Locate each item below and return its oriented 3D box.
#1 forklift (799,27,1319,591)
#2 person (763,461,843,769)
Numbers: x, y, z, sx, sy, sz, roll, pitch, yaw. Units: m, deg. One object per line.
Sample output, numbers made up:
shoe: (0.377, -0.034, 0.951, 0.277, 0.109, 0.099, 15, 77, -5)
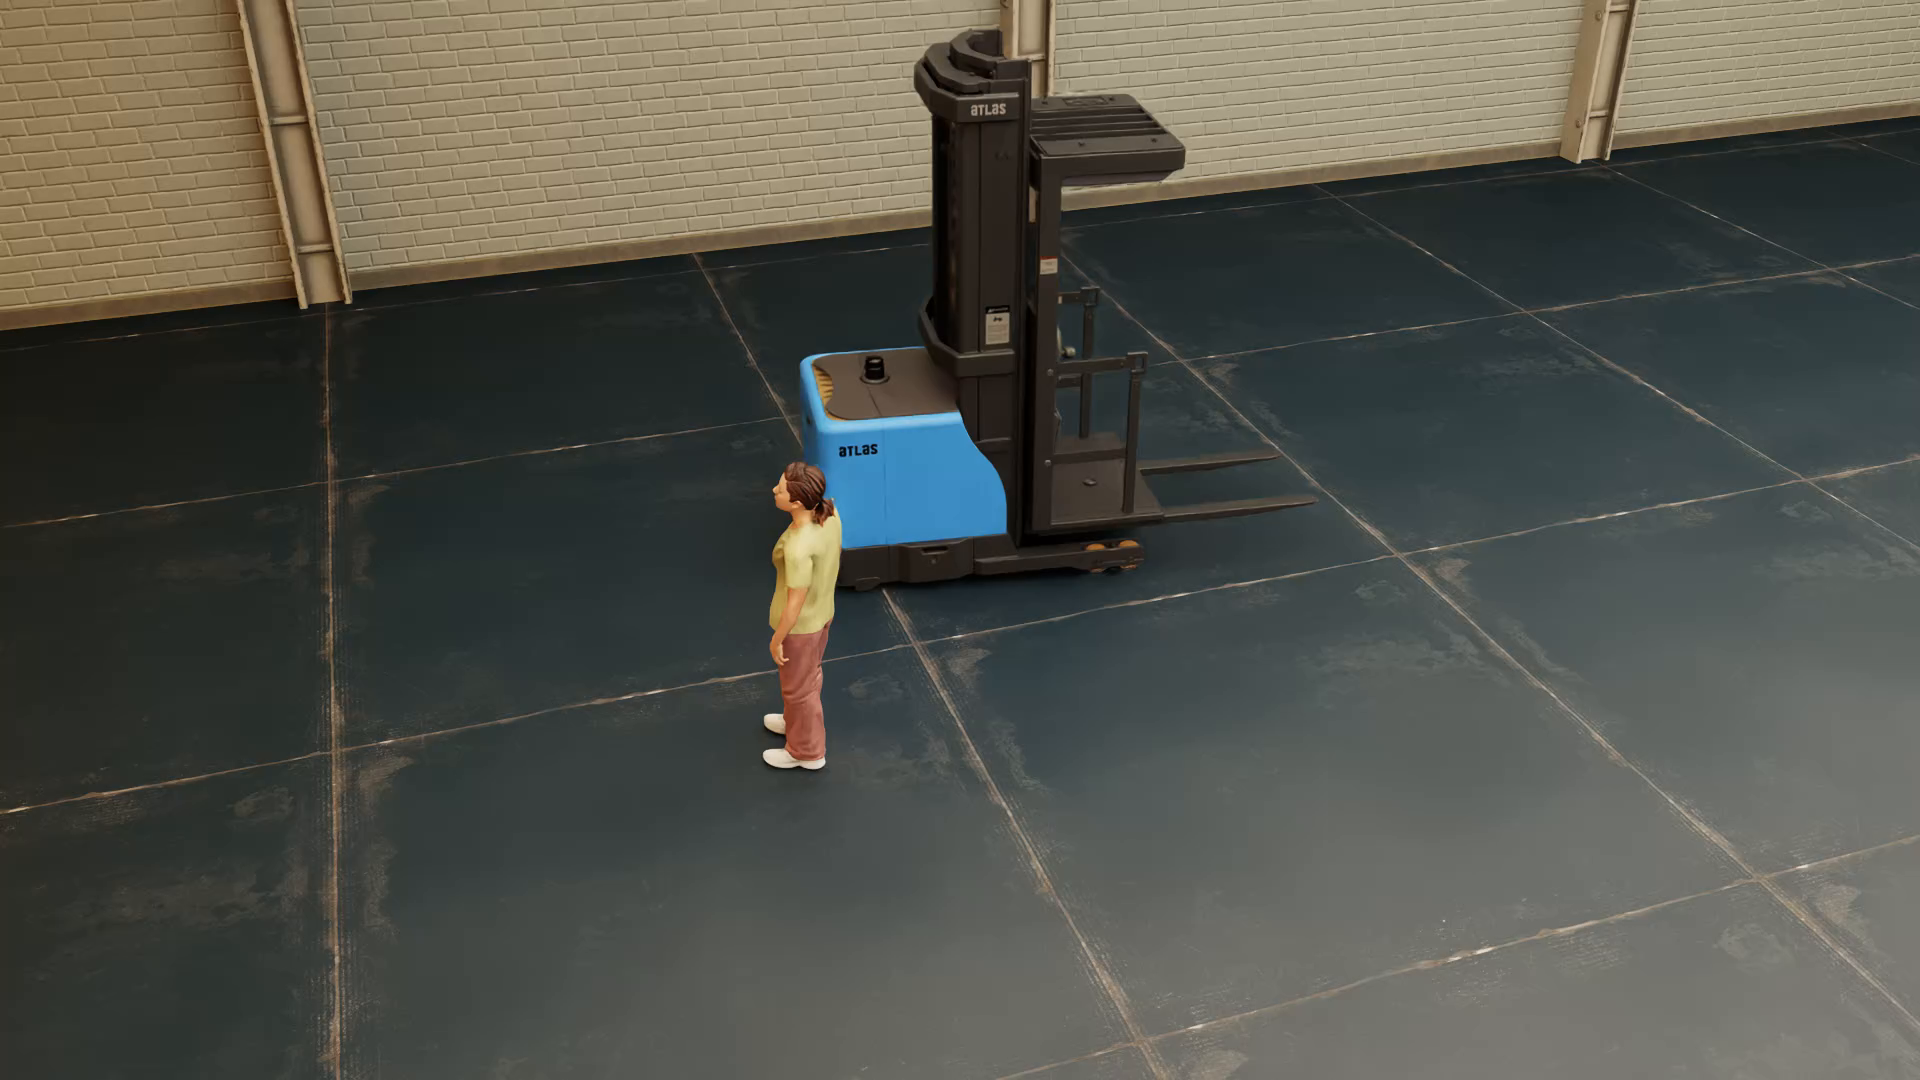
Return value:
forklift: (0.611, -1.333, 9.404, 3.031, 2.935, 1.130, -6, 30, -10)
person: (-0.796, 0.356, 7.713, 0.550, 1.674, 0.551, 9, 31, 16)
